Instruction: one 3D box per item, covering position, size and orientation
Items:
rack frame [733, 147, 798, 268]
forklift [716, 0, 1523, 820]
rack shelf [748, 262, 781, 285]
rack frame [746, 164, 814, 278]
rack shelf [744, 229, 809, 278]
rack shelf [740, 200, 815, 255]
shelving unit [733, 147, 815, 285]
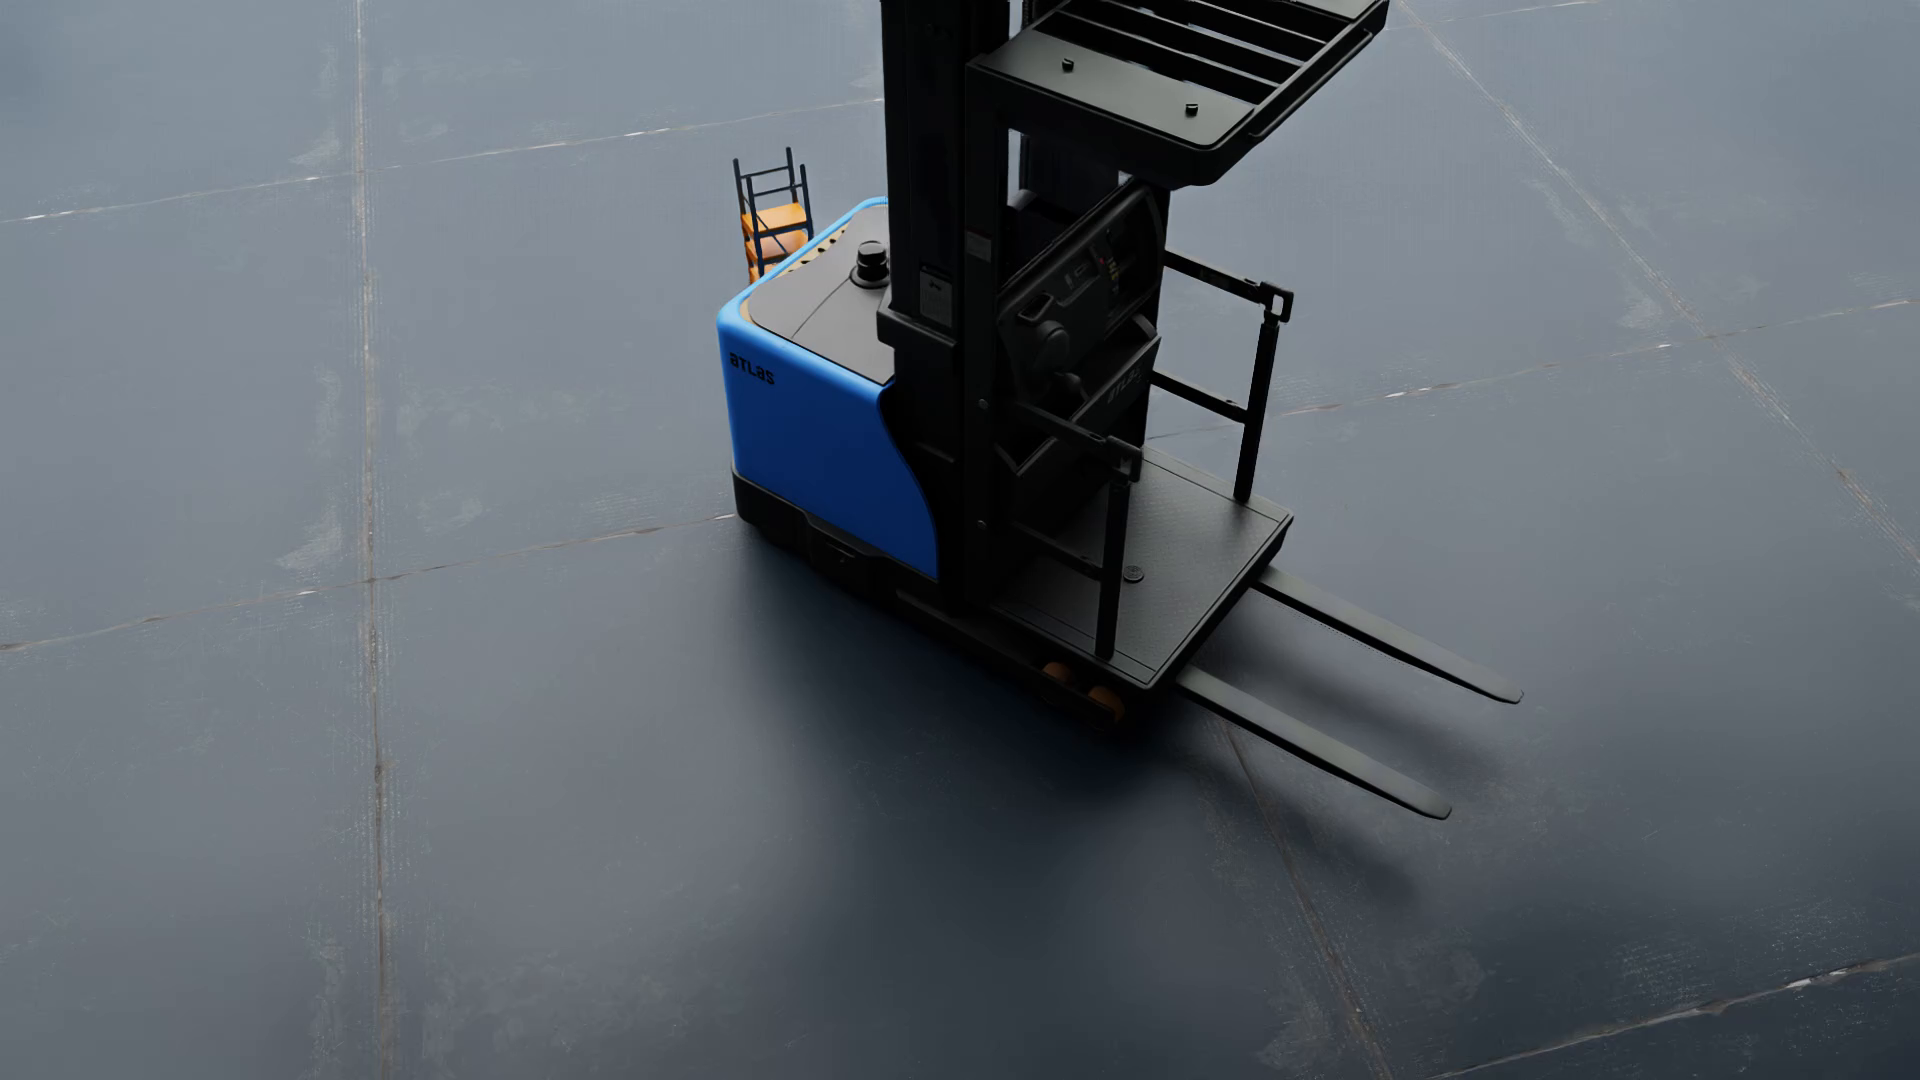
[{"bbox_3d":[-0.751,-1.059,6.956,0.240,1.200,0.006,-16,39,-15],"label":"rack frame"},{"bbox_3d":[0.581,-0.766,5.448,3.031,2.935,1.130,27,52,24],"label":"forklift"},{"bbox_3d":[-0.721,-1.069,6.842,0.258,0.103,0.180,-16,39,-15],"label":"rack shelf"},{"bbox_3d":[-0.682,-0.959,6.819,0.240,1.200,0.006,-16,39,-15],"label":"rack frame"},{"bbox_3d":[-0.728,-1.164,6.769,0.258,0.103,0.180,-16,39,-15],"label":"rack shelf"},{"bbox_3d":[-0.735,-1.259,6.696,0.258,0.103,0.180,-16,39,-15],"label":"rack shelf"},{"bbox_3d":[-0.717,-1.009,6.888,0.258,1.200,0.189,-16,39,-15],"label":"shelving unit"}]
